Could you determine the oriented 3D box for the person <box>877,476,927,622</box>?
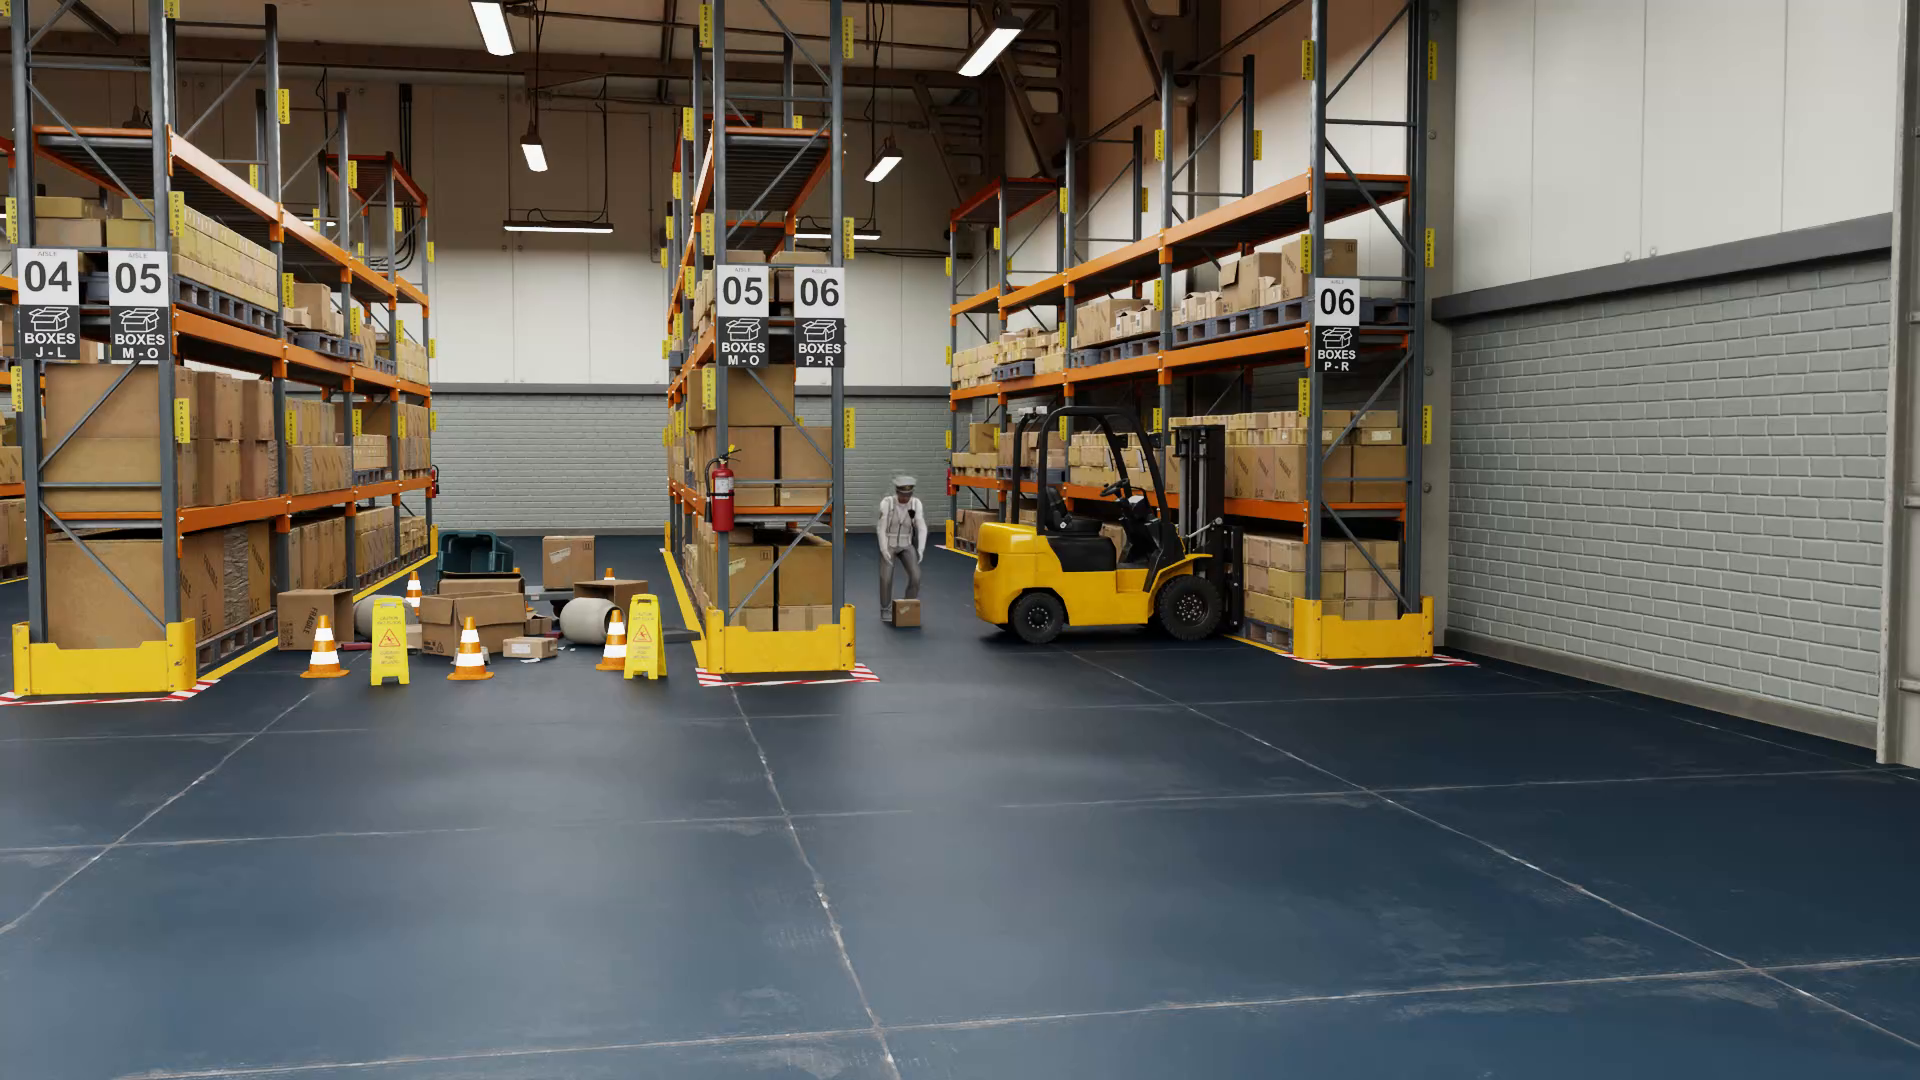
[{"bbox_3d":[-0.598,0.091,17.079,0.529,1.501,0.612,-1,3,-11],"label":"person"}]
